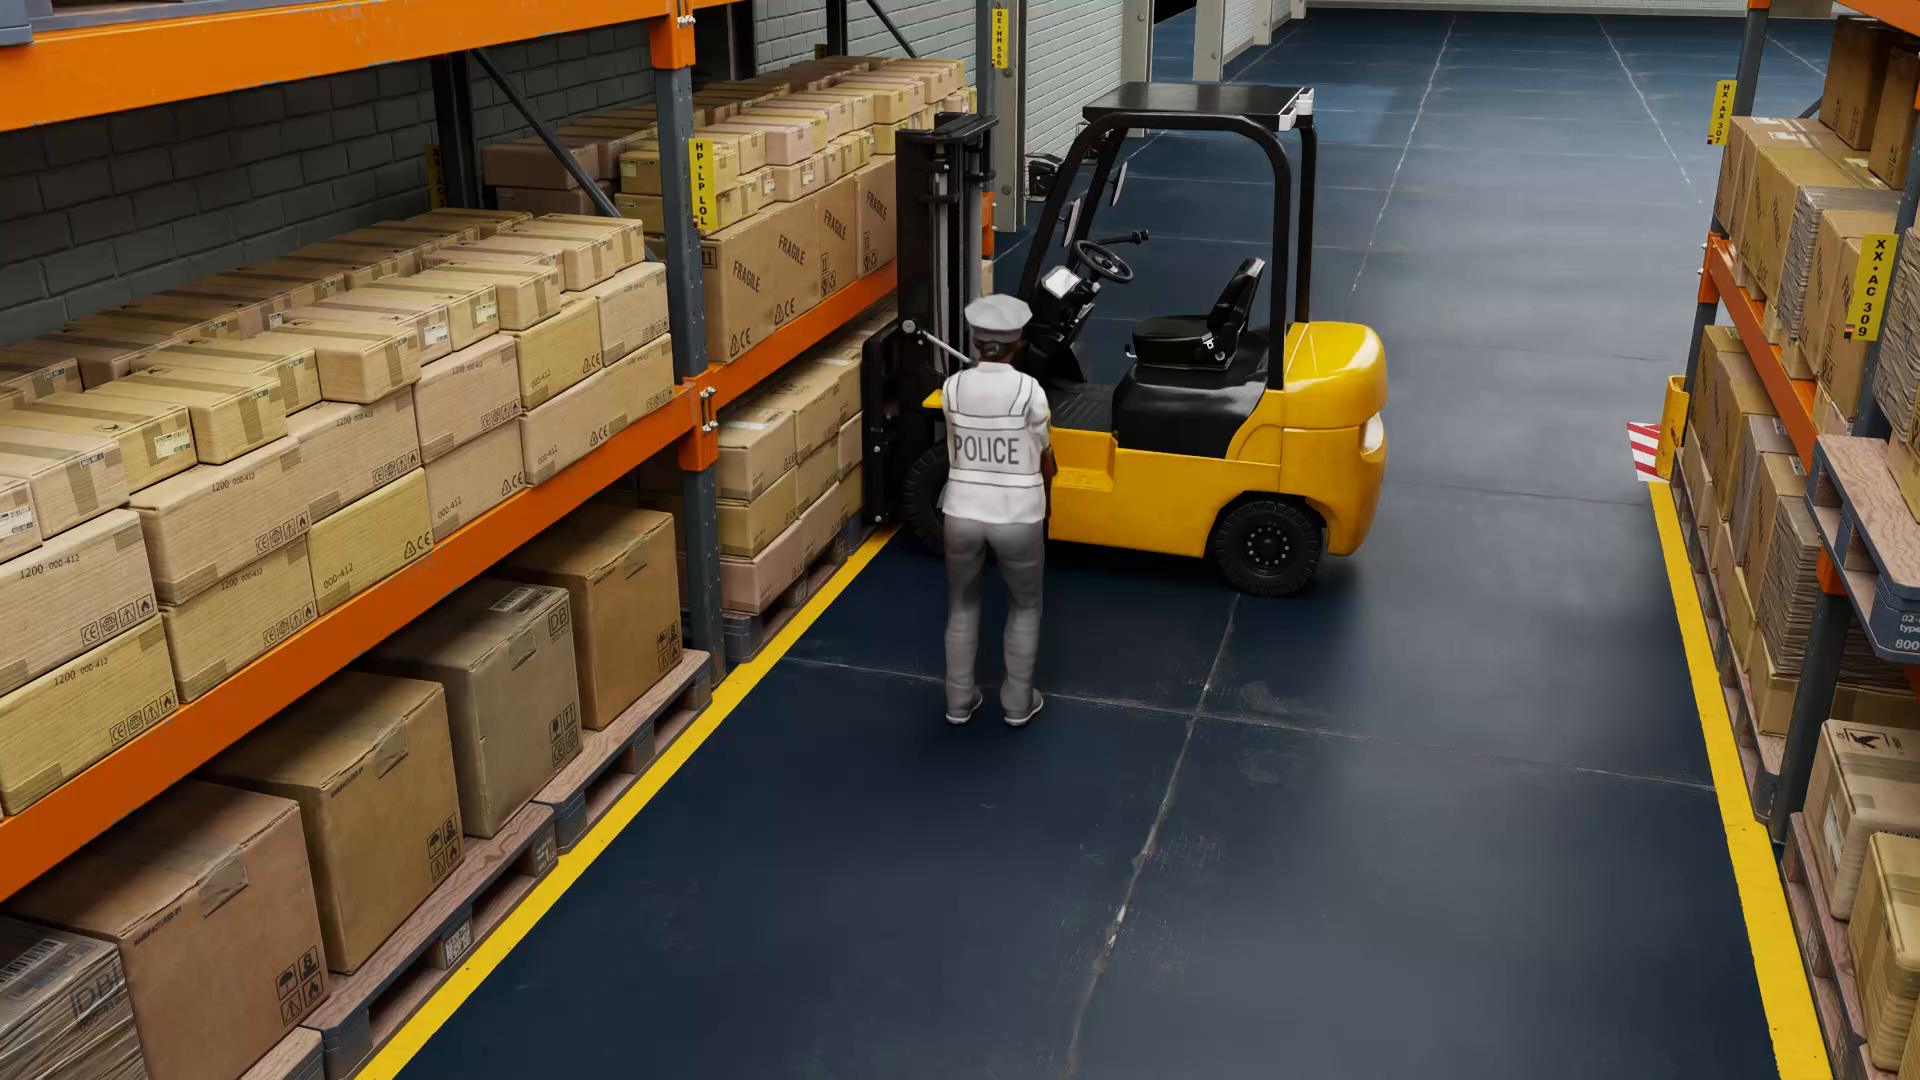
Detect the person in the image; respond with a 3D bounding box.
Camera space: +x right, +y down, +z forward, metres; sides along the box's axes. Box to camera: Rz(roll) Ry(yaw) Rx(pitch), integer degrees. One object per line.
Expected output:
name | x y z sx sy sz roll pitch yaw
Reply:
person | 0.142 -0.095 6.334 0.416 1.665 0.539 6 23 15
